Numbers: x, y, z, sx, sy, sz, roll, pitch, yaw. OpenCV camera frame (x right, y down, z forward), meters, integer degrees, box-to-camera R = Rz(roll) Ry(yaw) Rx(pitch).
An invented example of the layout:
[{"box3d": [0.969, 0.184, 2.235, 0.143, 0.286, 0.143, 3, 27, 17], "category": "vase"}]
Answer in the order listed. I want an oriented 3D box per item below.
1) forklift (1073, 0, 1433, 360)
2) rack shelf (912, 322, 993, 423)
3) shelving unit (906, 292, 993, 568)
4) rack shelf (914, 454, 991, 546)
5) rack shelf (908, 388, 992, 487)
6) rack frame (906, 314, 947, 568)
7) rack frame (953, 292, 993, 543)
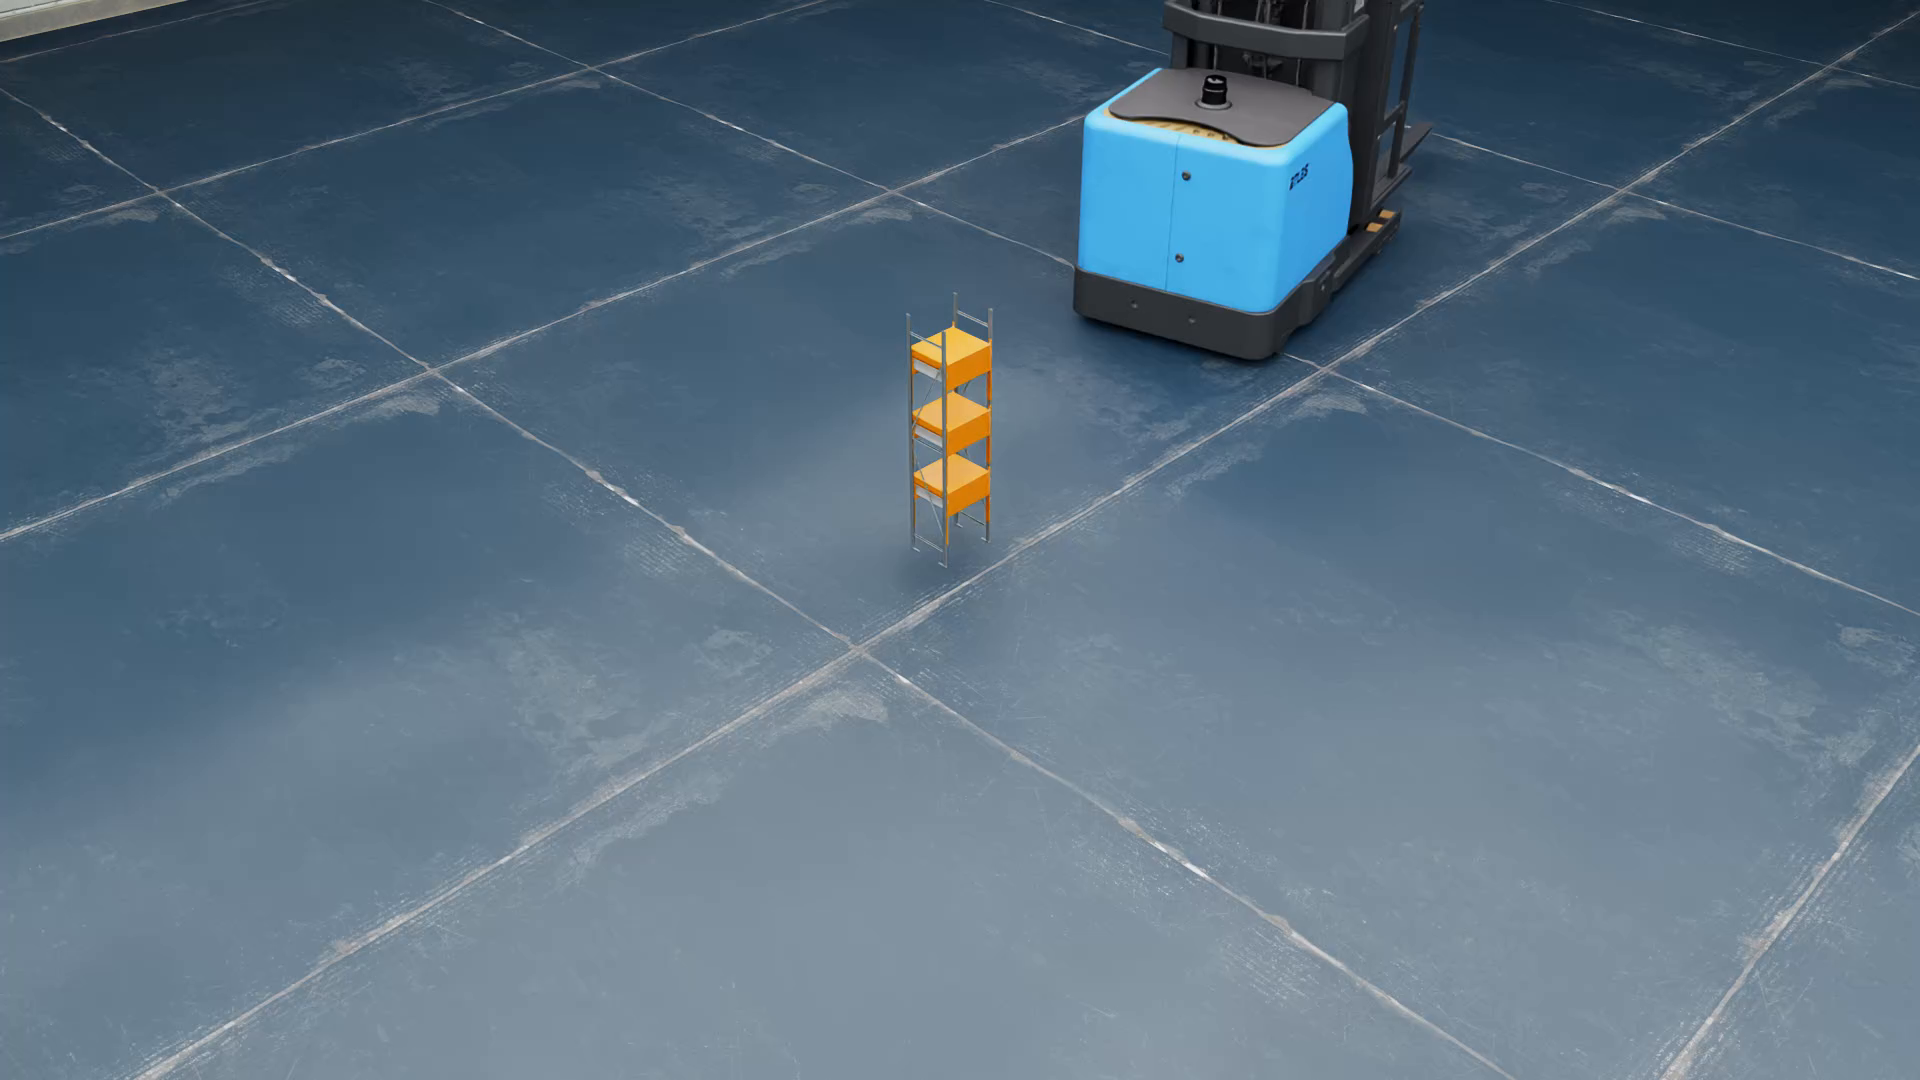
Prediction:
[{"box3d": [1.754, -2.866, 8.298, 1.130, 2.935, 3.031, 19, 39, 25], "category": "forklift"}, {"box3d": [-0.038, -0.633, 6.262, 0.215, 0.259, 0.240, 30, 45, 35], "category": "rack shelf"}, {"box3d": [-0.038, -0.409, 6.419, 0.215, 1.050, 0.252, 30, 45, 35], "category": "shelving unit"}, {"box3d": [-0.038, -0.172, 6.584, 0.215, 0.259, 0.240, 30, 45, 35], "category": "rack shelf"}, {"box3d": [-0.038, -0.400, 6.425, 0.215, 0.259, 0.240, 30, 45, 35], "category": "rack shelf"}, {"box3d": [-0.124, -0.359, 6.348, 0.200, 1.050, 0.008, 30, 45, 35], "category": "rack frame"}, {"box3d": [0.048, -0.458, 6.490, 0.200, 1.050, 0.008, 30, 45, 35], "category": "rack frame"}]
